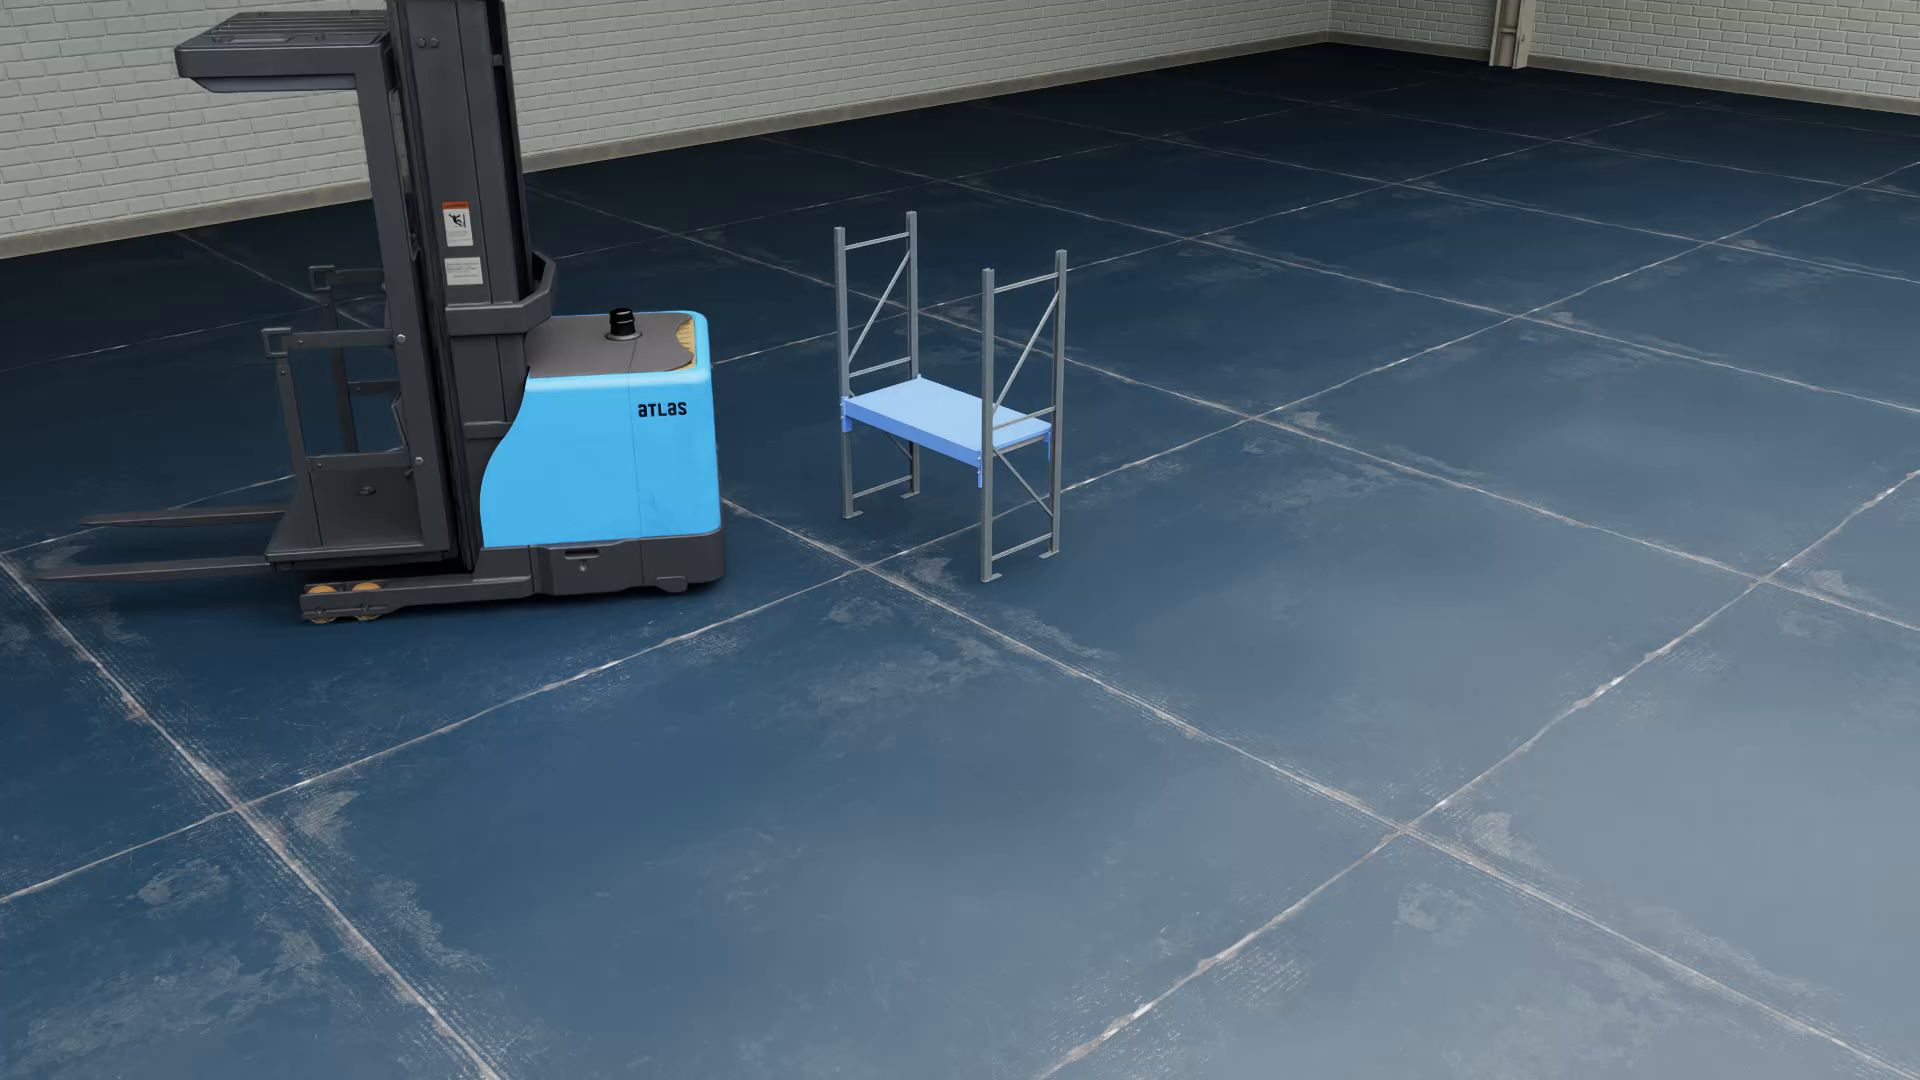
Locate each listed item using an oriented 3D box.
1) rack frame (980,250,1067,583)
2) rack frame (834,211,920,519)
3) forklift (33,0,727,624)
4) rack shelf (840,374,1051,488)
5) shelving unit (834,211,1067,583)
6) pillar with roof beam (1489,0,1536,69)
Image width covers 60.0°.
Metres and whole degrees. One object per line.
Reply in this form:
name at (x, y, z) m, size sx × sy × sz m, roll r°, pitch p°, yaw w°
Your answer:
rack frame at (0.289, -0.554, 7.658) m, size 0.500 × 1.500 × 0.032 m, roll -21°, pitch 32°, yaw -38°
rack frame at (-0.406, -0.862, 8.333) m, size 0.500 × 1.500 × 0.032 m, roll -21°, pitch 32°, yaw -38°
forklift at (-2.652, -1.196, 7.341) m, size 3.031 × 2.935 × 1.130 m, roll -4°, pitch 25°, yaw -8°
rack shelf at (-0.058, -0.545, 8.070) m, size 0.538 × 0.185 × 1.000 m, roll -21°, pitch 32°, yaw -38°
shelving unit at (-0.058, -0.708, 7.995) m, size 0.538 × 1.500 × 1.048 m, roll -21°, pitch 32°, yaw -38°
pillar with roof beam at (4.110, -9.149, 17.464) m, size 9.100 × 9.000 × 0.400 m, roll -21°, pitch 32°, yaw -38°
